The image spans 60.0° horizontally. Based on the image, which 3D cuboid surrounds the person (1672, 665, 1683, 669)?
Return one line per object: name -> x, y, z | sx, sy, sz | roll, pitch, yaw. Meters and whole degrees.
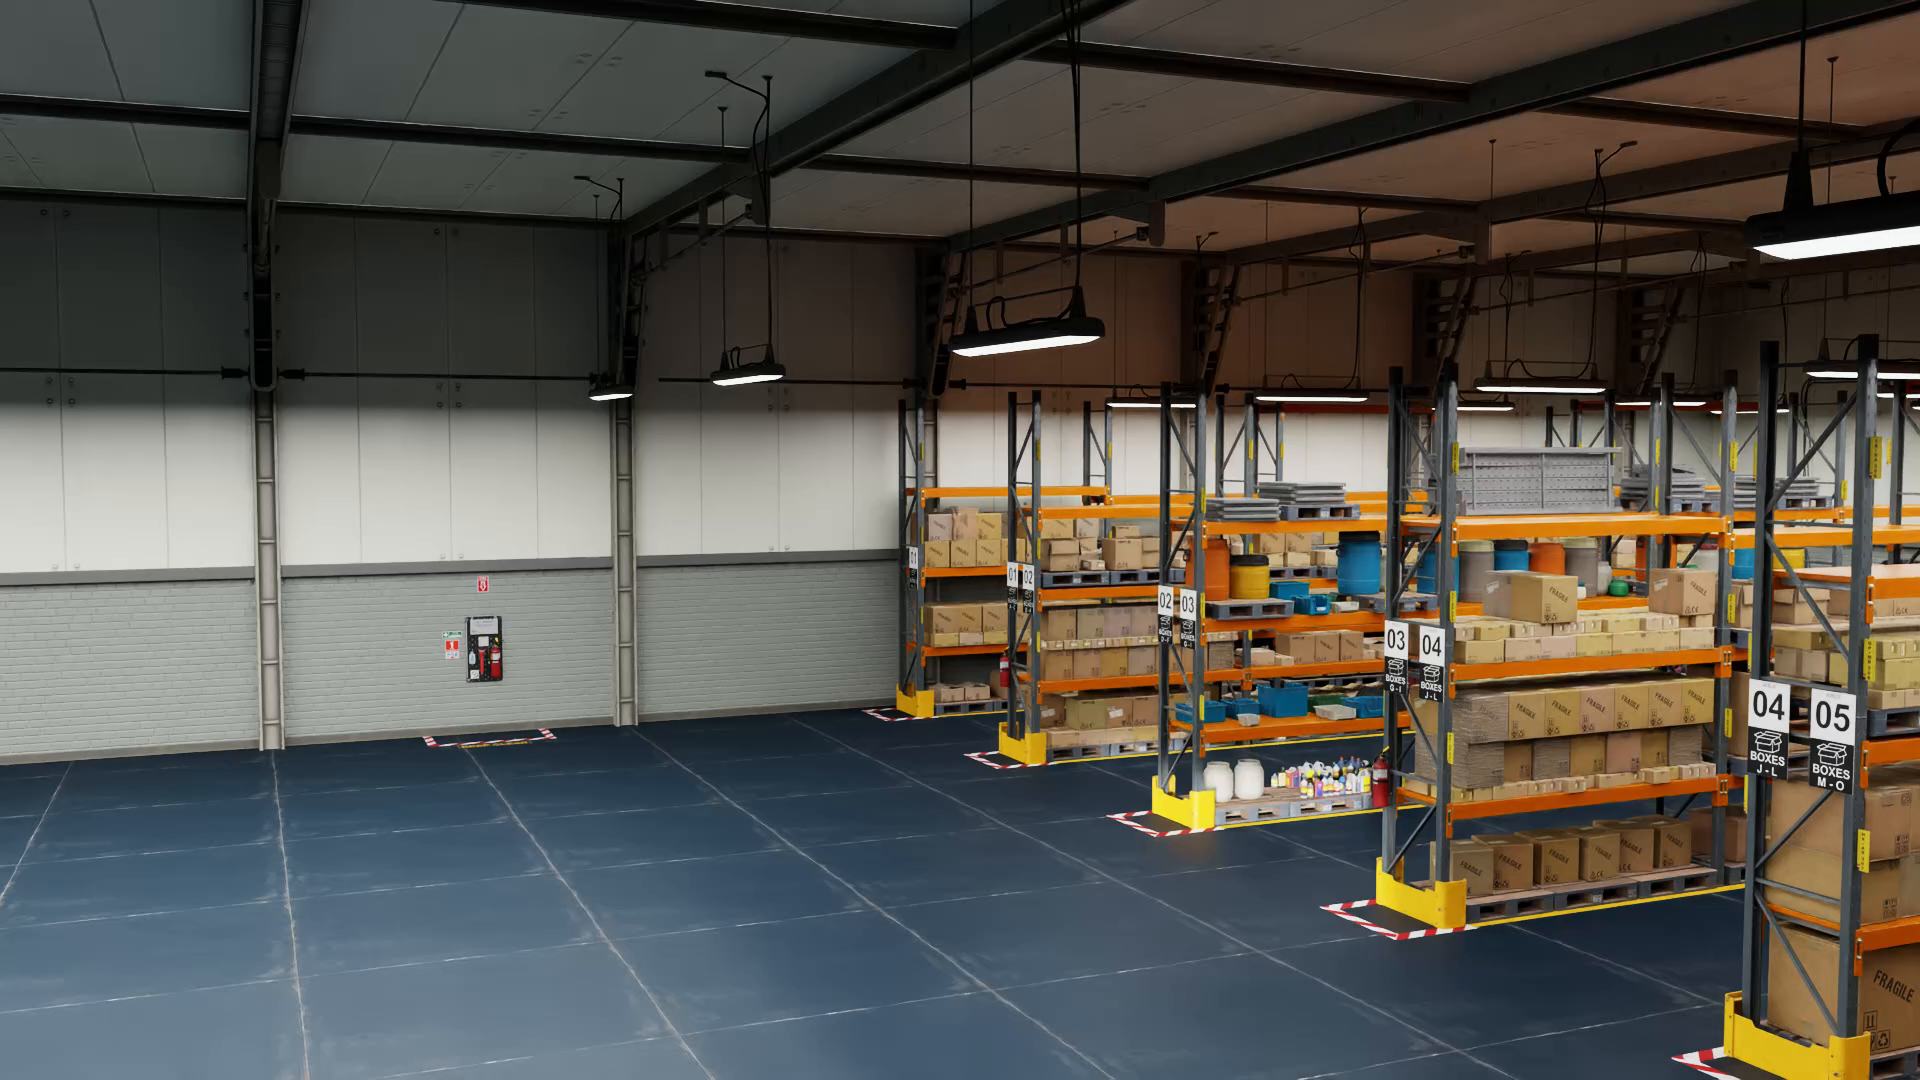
person -> 13.046, 2.575, 30.407 | 0.395, 1.701, 0.491 | 1, 4, 21
